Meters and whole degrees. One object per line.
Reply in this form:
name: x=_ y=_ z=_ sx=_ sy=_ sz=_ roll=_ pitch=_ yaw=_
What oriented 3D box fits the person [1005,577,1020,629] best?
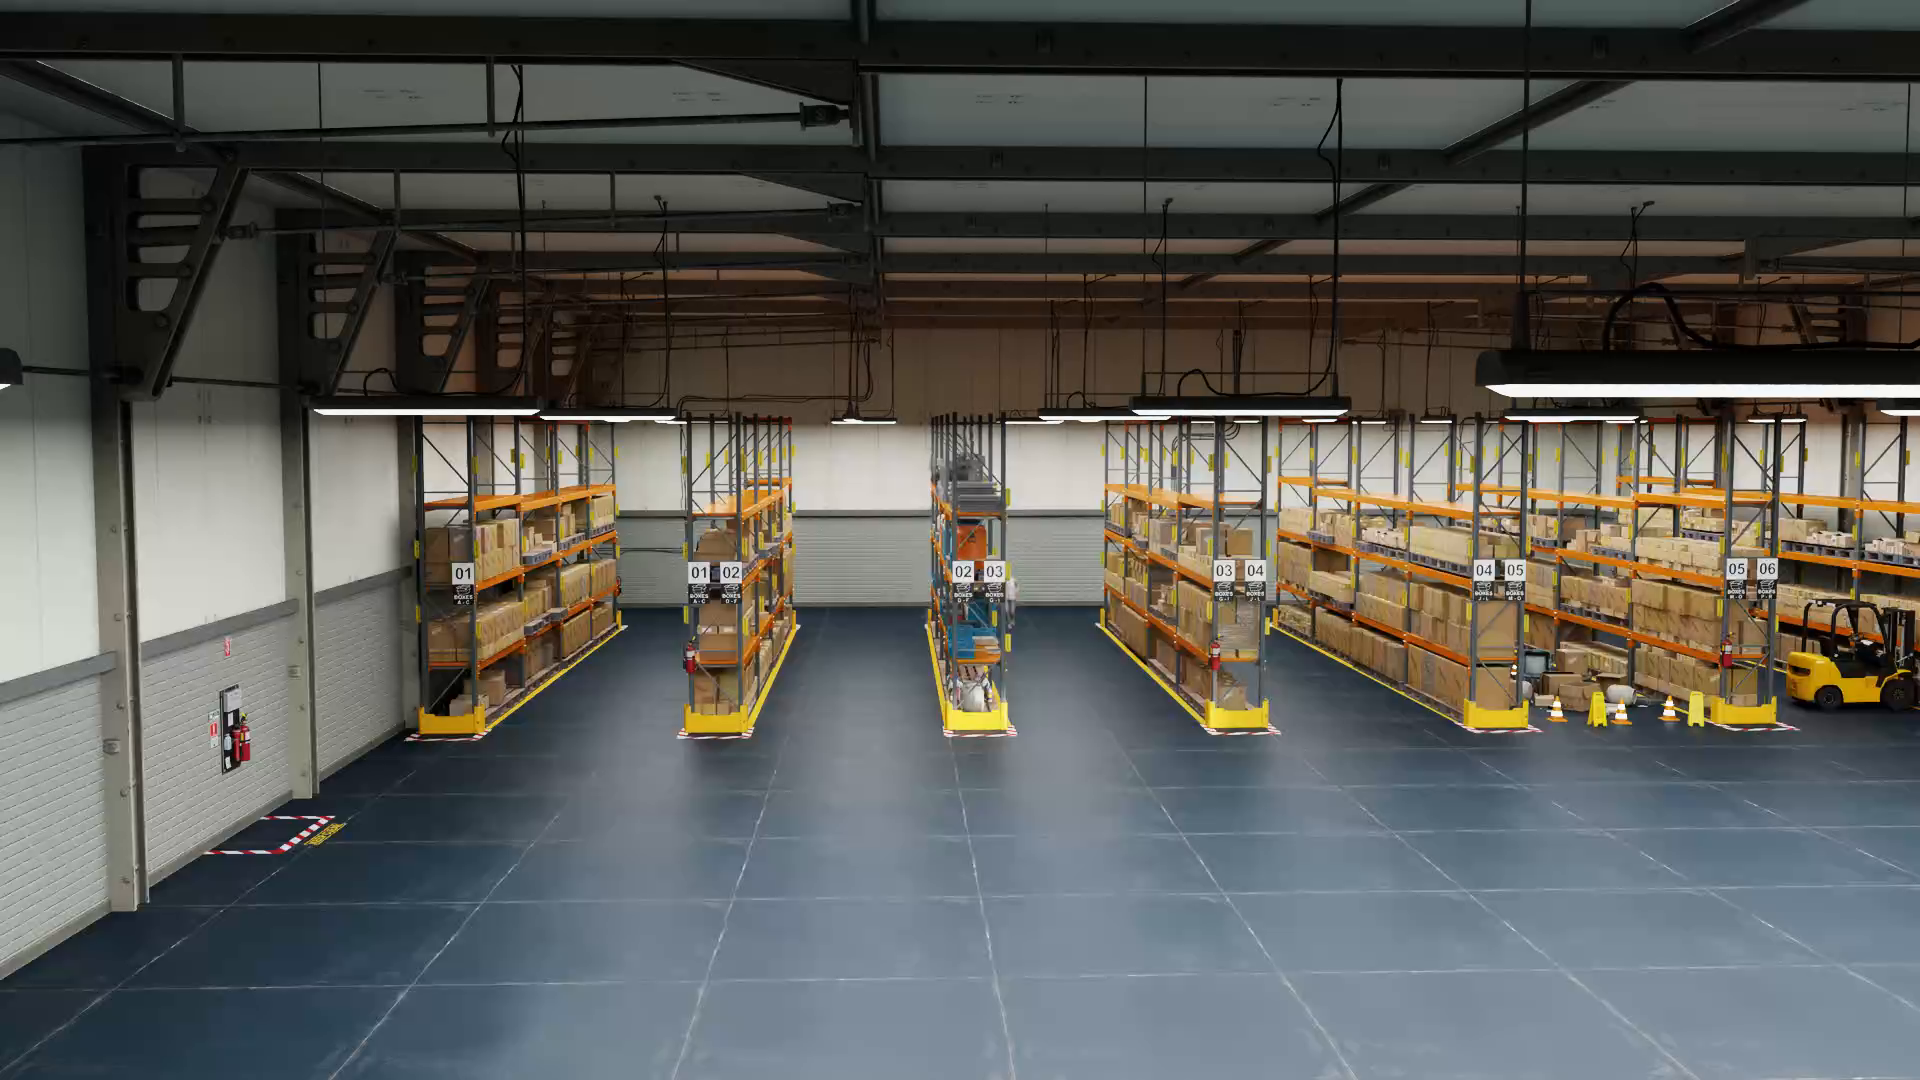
person: x=1.366 y=1.657 z=47.066 sx=0.665 sy=1.736 sz=0.565 roll=0 pitch=4 yaw=-1

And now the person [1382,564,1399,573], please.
person: x=12.983 y=1.539 z=49.294 sx=1.101 sy=1.739 sz=0.752 roll=0 pitch=4 yaw=-7
